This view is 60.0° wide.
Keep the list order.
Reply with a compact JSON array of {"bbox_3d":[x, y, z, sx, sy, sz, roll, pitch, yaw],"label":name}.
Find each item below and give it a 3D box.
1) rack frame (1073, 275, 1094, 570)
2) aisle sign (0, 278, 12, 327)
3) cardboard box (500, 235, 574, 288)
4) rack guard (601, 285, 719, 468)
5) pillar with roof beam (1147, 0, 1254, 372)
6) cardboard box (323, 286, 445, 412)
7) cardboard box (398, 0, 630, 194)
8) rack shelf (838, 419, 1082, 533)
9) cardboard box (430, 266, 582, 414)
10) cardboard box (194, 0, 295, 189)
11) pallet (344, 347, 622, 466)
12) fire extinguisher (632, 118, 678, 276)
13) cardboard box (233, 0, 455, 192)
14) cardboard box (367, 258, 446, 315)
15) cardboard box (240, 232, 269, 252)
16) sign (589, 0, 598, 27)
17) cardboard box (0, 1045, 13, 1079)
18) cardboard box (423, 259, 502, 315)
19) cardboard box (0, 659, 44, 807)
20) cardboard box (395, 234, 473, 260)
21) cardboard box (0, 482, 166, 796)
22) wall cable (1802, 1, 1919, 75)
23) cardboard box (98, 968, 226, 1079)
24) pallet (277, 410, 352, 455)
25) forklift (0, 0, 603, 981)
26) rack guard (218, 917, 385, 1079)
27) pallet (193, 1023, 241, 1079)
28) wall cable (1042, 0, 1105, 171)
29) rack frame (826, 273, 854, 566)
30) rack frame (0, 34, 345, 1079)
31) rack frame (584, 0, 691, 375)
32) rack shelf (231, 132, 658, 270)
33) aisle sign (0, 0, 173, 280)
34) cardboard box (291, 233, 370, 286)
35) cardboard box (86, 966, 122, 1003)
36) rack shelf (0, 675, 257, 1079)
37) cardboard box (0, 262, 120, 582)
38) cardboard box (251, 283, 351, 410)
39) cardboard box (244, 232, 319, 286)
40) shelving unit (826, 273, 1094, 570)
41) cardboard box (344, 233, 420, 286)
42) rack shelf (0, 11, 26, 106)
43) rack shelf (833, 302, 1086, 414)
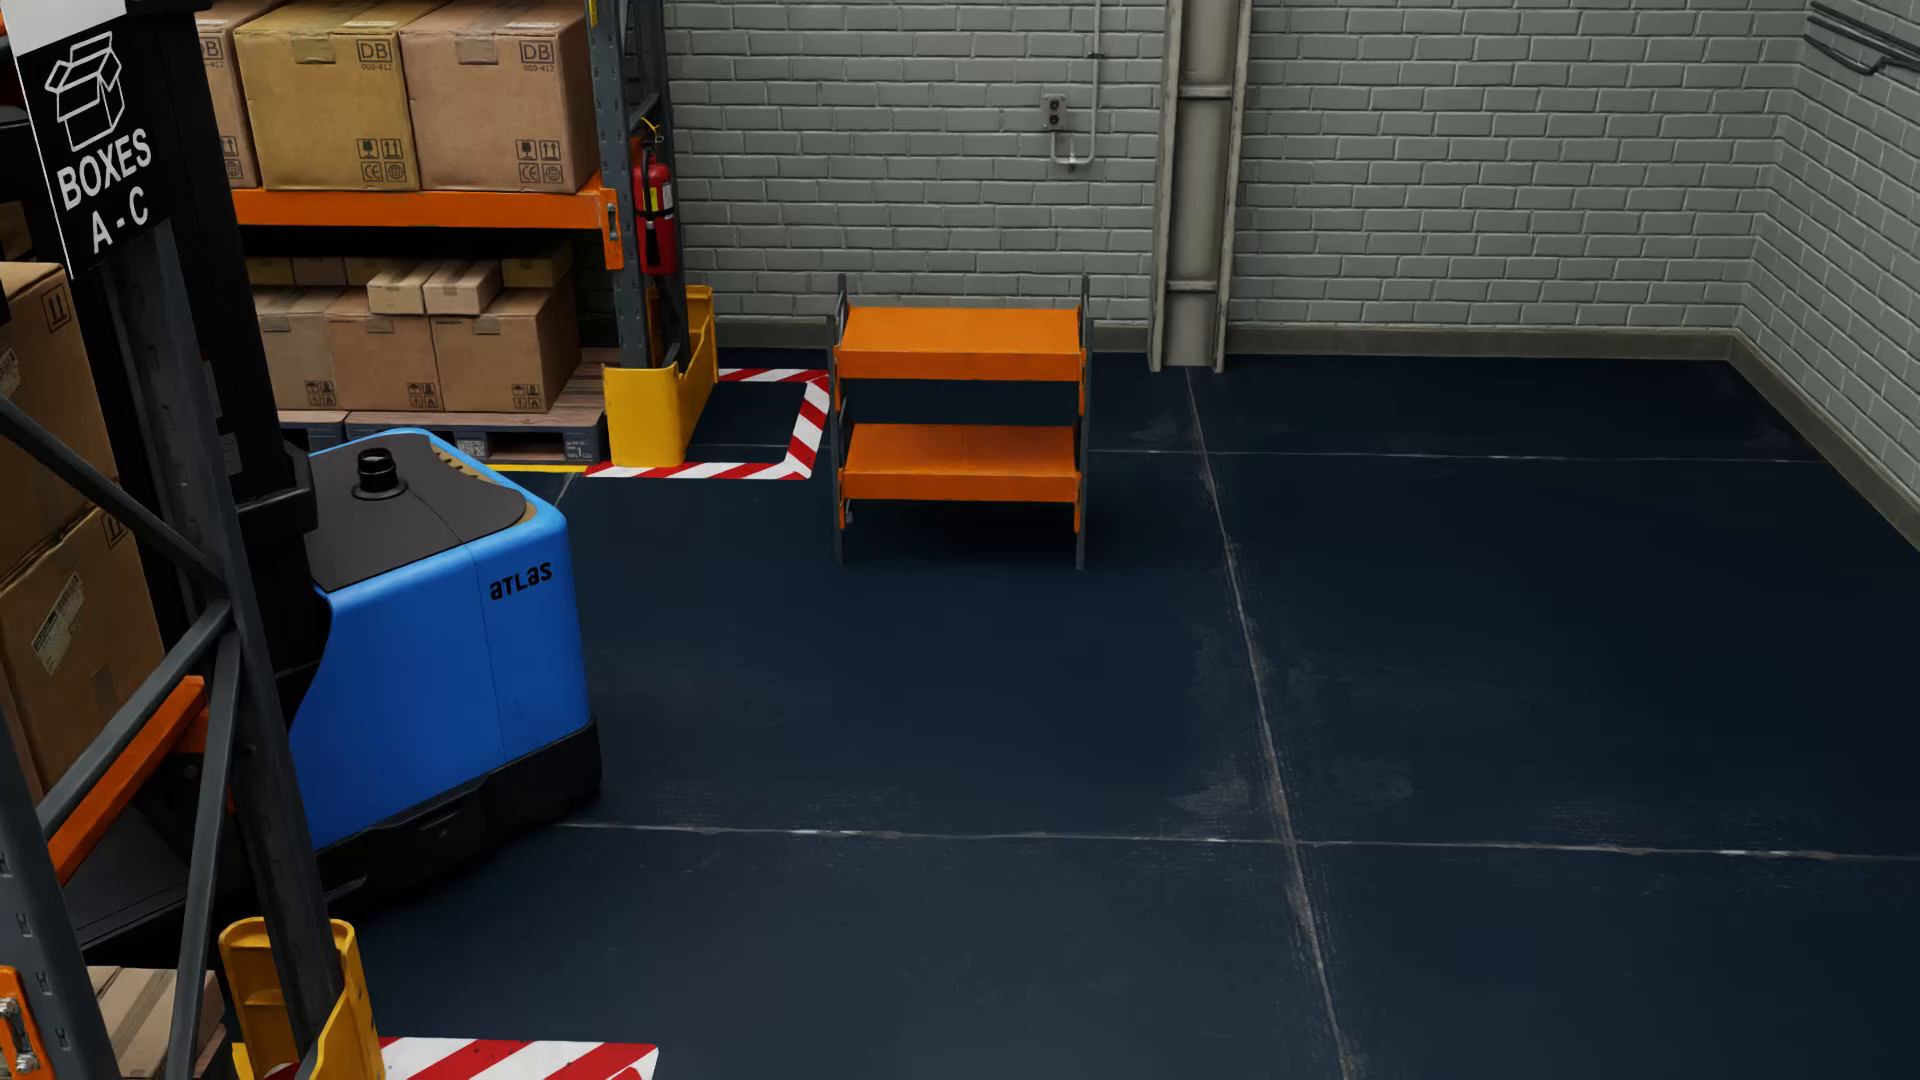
[{"bbox_3d":[0.515,-0.488,6.970,0.032,1.125,0.500,1,28,2],"label":"rack frame"},{"bbox_3d":[-1.614,-0.629,2.458,0.004,0.787,0.394,1,28,2],"label":"aisle sign"},{"bbox_3d":[-2.071,-1.367,8.155,0.250,0.149,0.380,1,28,2],"label":"cardboard box"},{"bbox_3d":[-1.476,-0.838,8.298,0.348,0.500,1.175,1,28,2],"label":"rack guard"},{"bbox_3d":[1.077,-2.939,3.187,0.400,9.000,9.100,1,28,2],"label":"pillar with roof beam"},{"bbox_3d":[-2.703,-0.997,8.149,0.500,0.500,0.700,1,28,2],"label":"cardboard box"},{"bbox_3d":[-2.010,-2.080,7.650,0.700,0.700,0.980,2,28,4],"label":"cardboard box"},{"bbox_3d":[0.007,-0.281,7.101,1.000,0.278,0.538,1,28,2],"label":"rack shelf"},{"bbox_3d":[-2.203,-0.989,8.134,0.500,0.500,0.700,1,28,2],"label":"cardboard box"},{"bbox_3d":[-3.499,-2.103,7.695,0.700,0.700,0.980,0,28,-1],"label":"cardboard box"},{"bbox_3d":[-2.302,-0.688,8.322,1.213,0.211,1.003,1,28,2],"label":"pallet"},{"bbox_3d":[-1.366,-1.526,7.407,0.183,0.674,0.296,1,28,2],"label":"fire extinguisher"},{"bbox_3d":[-2.738,-2.086,7.663,0.700,0.700,0.980,1,28,1],"label":"cardboard box"},{"bbox_3d":[-2.594,-1.197,7.832,0.250,0.149,0.380,2,28,3],"label":"cardboard box"},{"bbox_3d":[-3.591,-1.392,8.201,0.250,0.149,0.380,0,28,1],"label":"cardboard box"},{"bbox_3d":[-1.533,-2.306,6.908,0.005,0.325,0.100,1,28,2],"label":"sign"},{"bbox_3d":[-2.223,1.392,3.621,0.500,0.500,0.500,1,28,2],"label":"cardboard box"},{"bbox_3d":[-2.338,-1.193,7.825,0.250,0.149,0.380,1,28,1],"label":"cardboard box"},{"bbox_3d":[-2.129,0.451,3.089,0.500,0.500,0.500,2,28,3],"label":"cardboard box"},{"bbox_3d":[-2.578,-1.375,8.170,0.250,0.149,0.380,1,28,2],"label":"cardboard box"},{"bbox_3d":[-2.105,0.201,3.562,0.500,0.500,0.500,2,28,3],"label":"cardboard box"},{"bbox_3d":[4.140,-2.961,6.544,0.112,2.526,3.097,1,28,2],"label":"wall cable"},{"bbox_3d":[-2.078,1.273,4.220,0.250,0.149,0.380,1,28,2],"label":"cardboard box"},{"bbox_3d":[-3.518,-0.709,8.363,1.213,0.211,1.003,1,28,2],"label":"pallet"},{"bbox_3d":[-2.612,-0.114,4.335,3.031,2.935,1.130,-24,36,-38],"label":"forklift"},{"bbox_3d":[-1.747,1.479,3.927,0.348,0.500,1.175,1,28,2],"label":"rack guard"},{"bbox_3d":[-2.544,1.594,4.019,1.213,0.211,1.003,1,28,2],"label":"pallet"},{"bbox_3d":[-0.187,-2.814,8.271,1.851,1.984,0.084,1,28,2],"label":"wall cable"},{"bbox_3d":[-0.501,-0.505,7.002,0.032,1.125,0.500,1,28,2],"label":"rack frame"},{"bbox_3d":[-1.671,0.374,3.342,0.053,2.616,0.949,1,28,2],"label":"rack frame"},{"bbox_3d":[-1.500,-1.943,7.713,0.127,3.000,1.000,1,28,2],"label":"rack frame"},{"bbox_3d":[-3.499,-1.659,7.944,4.000,0.370,1.077,1,28,2],"label":"rack shelf"},{"bbox_3d":[-1.593,-0.909,2.987,0.004,0.787,0.394,1,28,2],"label":"aisle sign"},{"bbox_3d":[-3.082,-1.384,8.185,0.250,0.149,0.380,1,28,3],"label":"cardboard box"},{"bbox_3d":[-2.328,1.261,4.224,0.250,0.166,0.380,1,28,2],"label":"cardboard box"},{"bbox_3d":[-3.670,0.660,3.570,4.000,0.370,1.077,1,28,2],"label":"rack shelf"},{"bbox_3d":[-2.105,-0.241,3.328,0.500,0.500,0.500,2,28,3],"label":"cardboard box"},{"bbox_3d":[-3.206,-1.005,8.165,0.500,0.500,0.700,0,28,0],"label":"cardboard box"},{"bbox_3d":[-3.338,-1.387,8.193,0.250,0.149,0.380,1,28,2],"label":"cardboard box"},{"bbox_3d":[0.007,-0.497,6.986,1.048,1.125,0.538,1,28,2],"label":"shelving unit"},{"bbox_3d":[-2.828,-1.380,8.178,0.250,0.149,0.380,1,28,2],"label":"cardboard box"},{"bbox_3d":[-3.670,-0.665,2.867,4.000,0.370,1.077,1,28,2],"label":"rack shelf"},{"bbox_3d":[0.007,-0.755,6.849,1.000,0.278,0.538,1,28,2],"label":"rack shelf"}]
